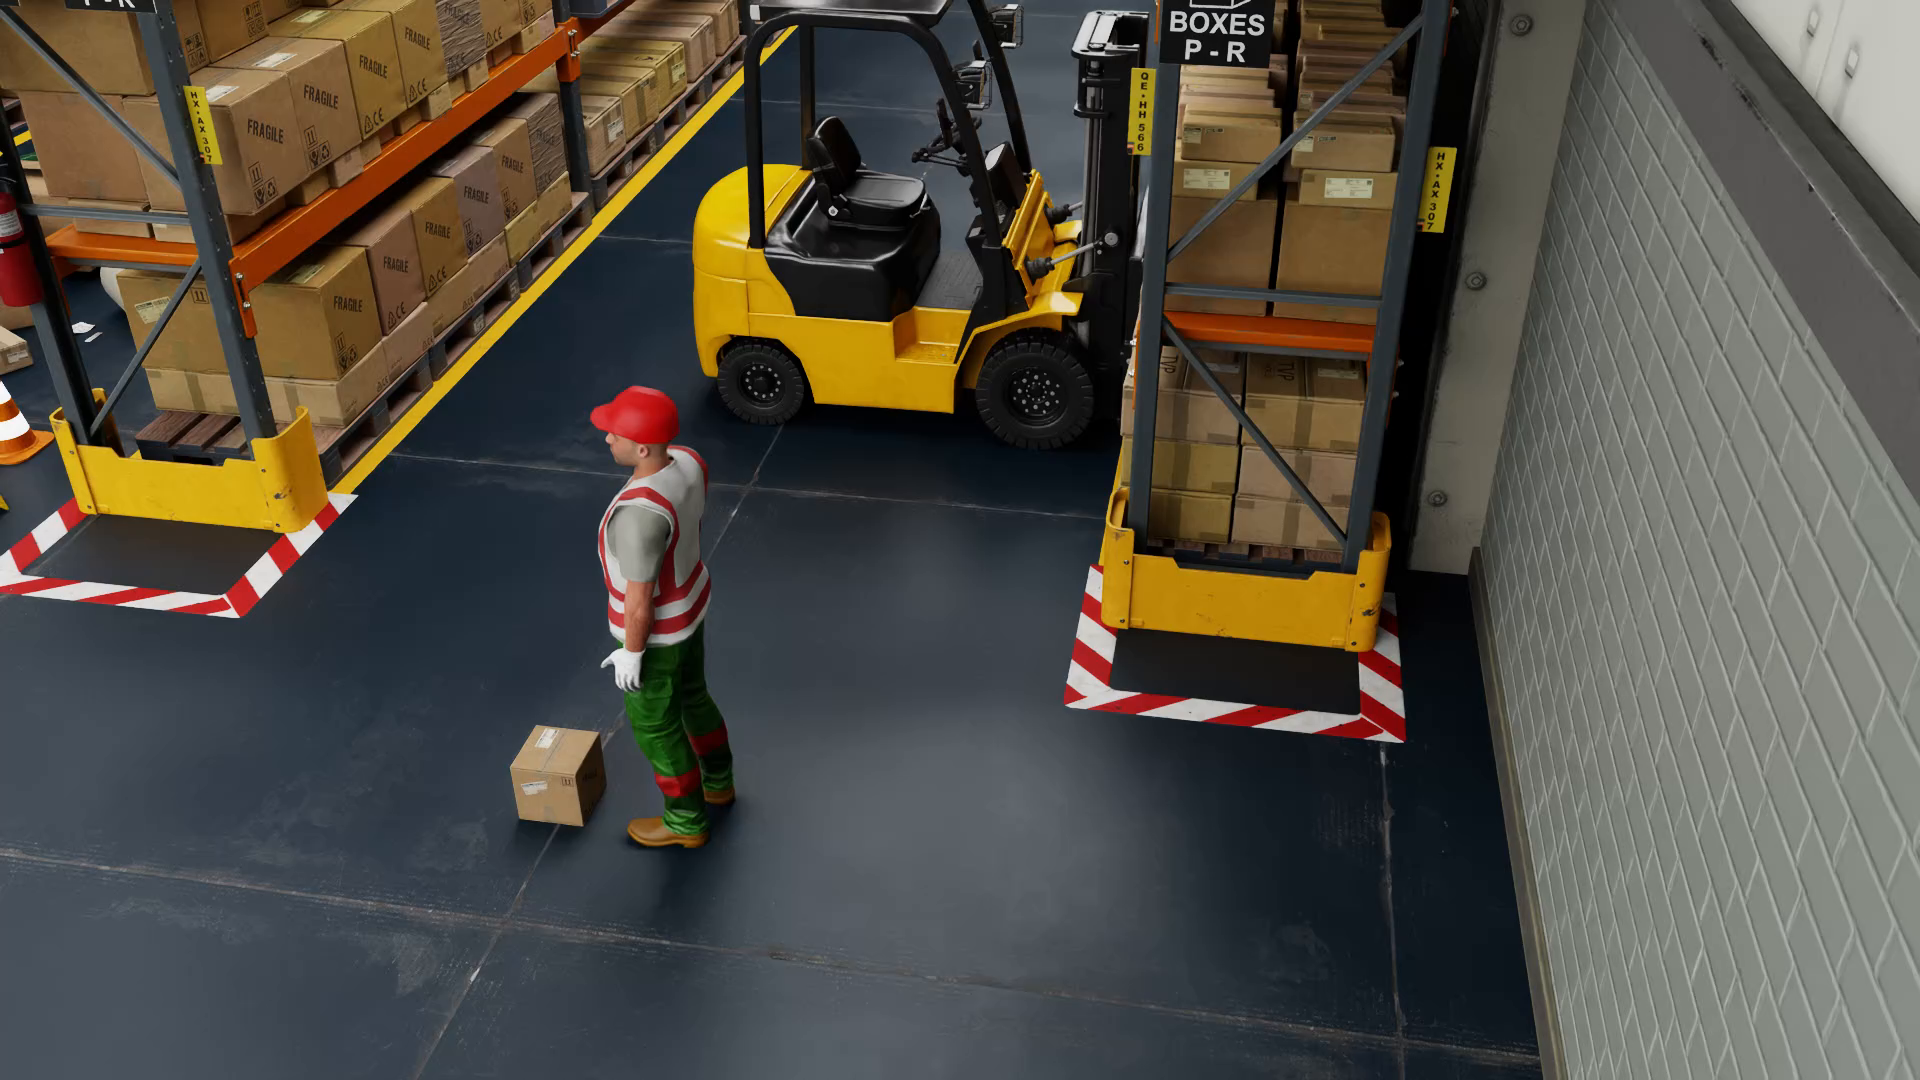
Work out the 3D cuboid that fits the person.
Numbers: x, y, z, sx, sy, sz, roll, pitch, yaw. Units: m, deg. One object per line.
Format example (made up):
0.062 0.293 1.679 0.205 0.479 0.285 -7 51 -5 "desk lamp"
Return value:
-1.023 0.286 5.676 0.342 1.805 0.524 6 33 9 "person"
